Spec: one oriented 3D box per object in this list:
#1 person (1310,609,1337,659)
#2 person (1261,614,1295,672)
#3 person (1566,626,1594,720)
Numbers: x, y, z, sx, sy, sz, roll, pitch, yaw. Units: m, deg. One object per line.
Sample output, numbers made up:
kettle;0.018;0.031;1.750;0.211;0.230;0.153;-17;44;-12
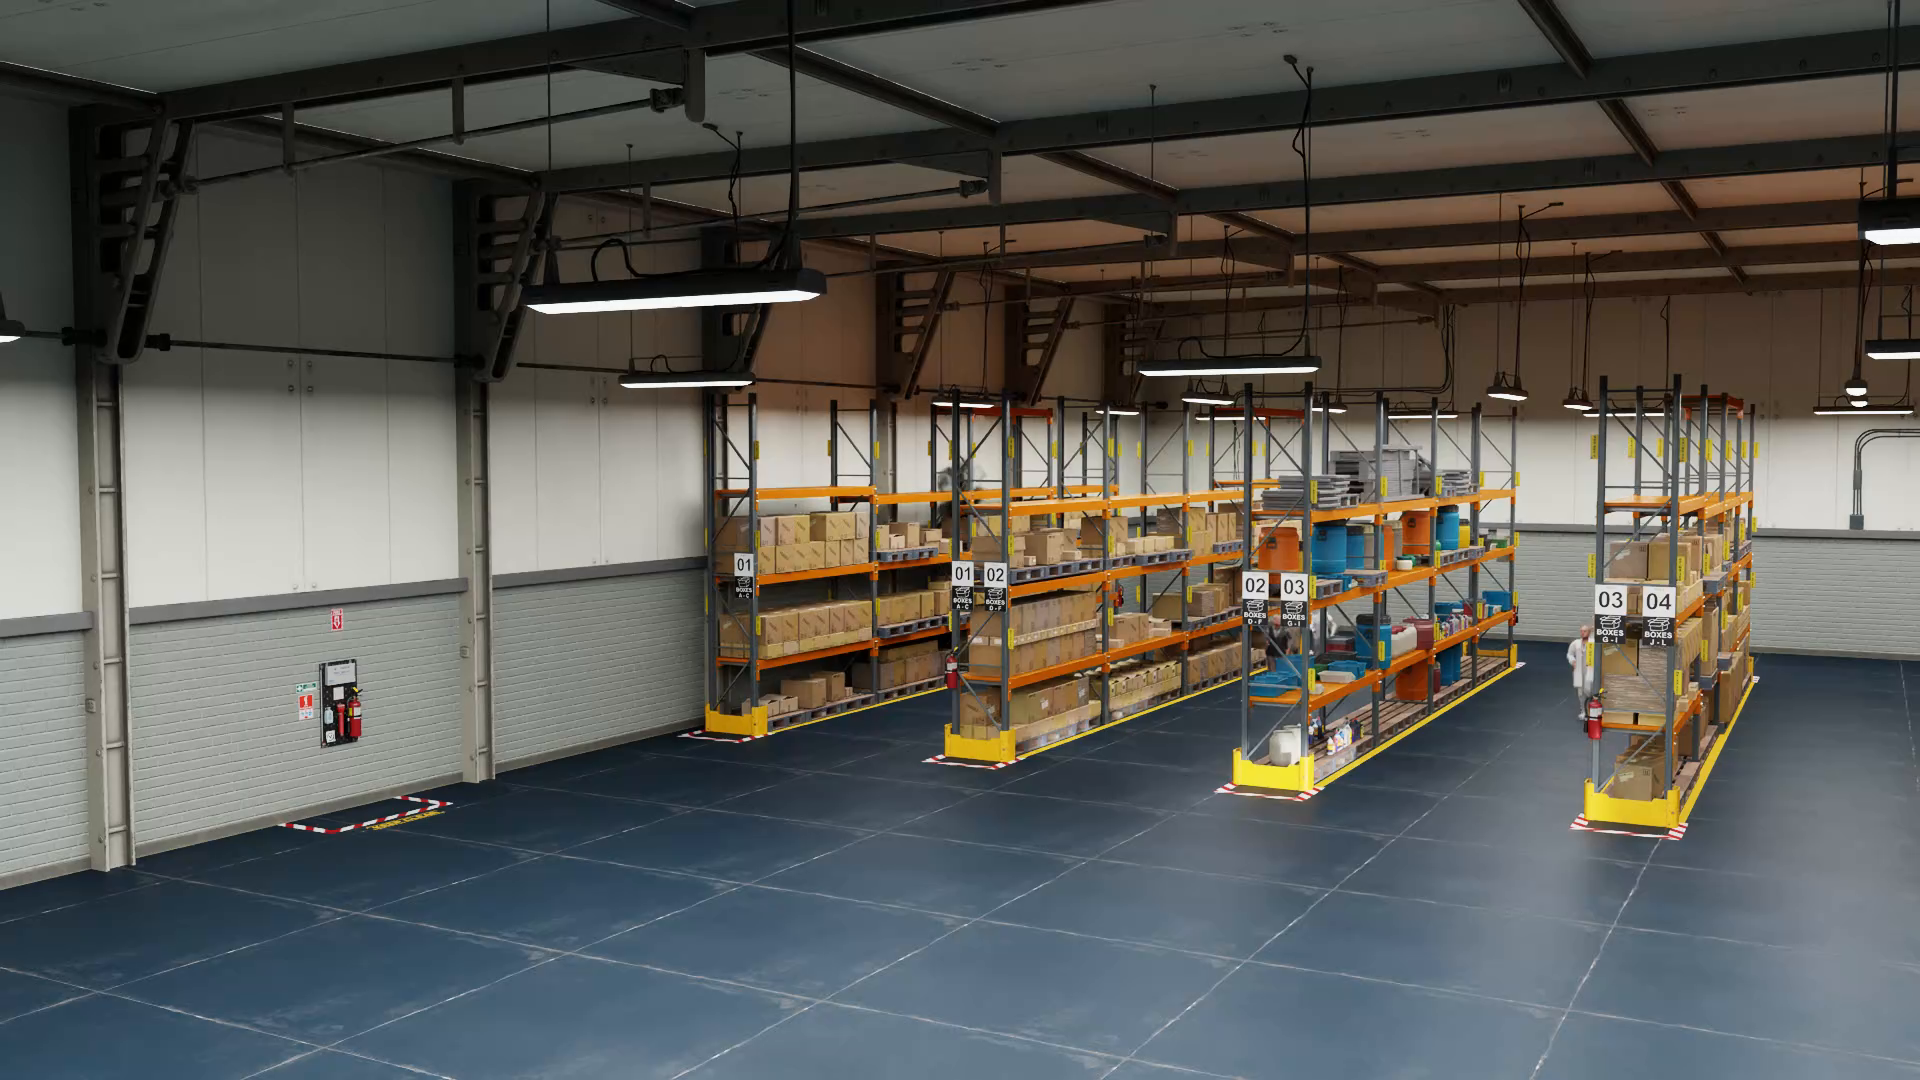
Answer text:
person;7.941;2.181;36.528;0.615;1.670;0.826;1;3;19
person;6.332;2.358;33.230;0.639;1.749;0.680;1;3;21
person;11.576;2.480;30.760;0.719;1.753;0.730;2;4;37
